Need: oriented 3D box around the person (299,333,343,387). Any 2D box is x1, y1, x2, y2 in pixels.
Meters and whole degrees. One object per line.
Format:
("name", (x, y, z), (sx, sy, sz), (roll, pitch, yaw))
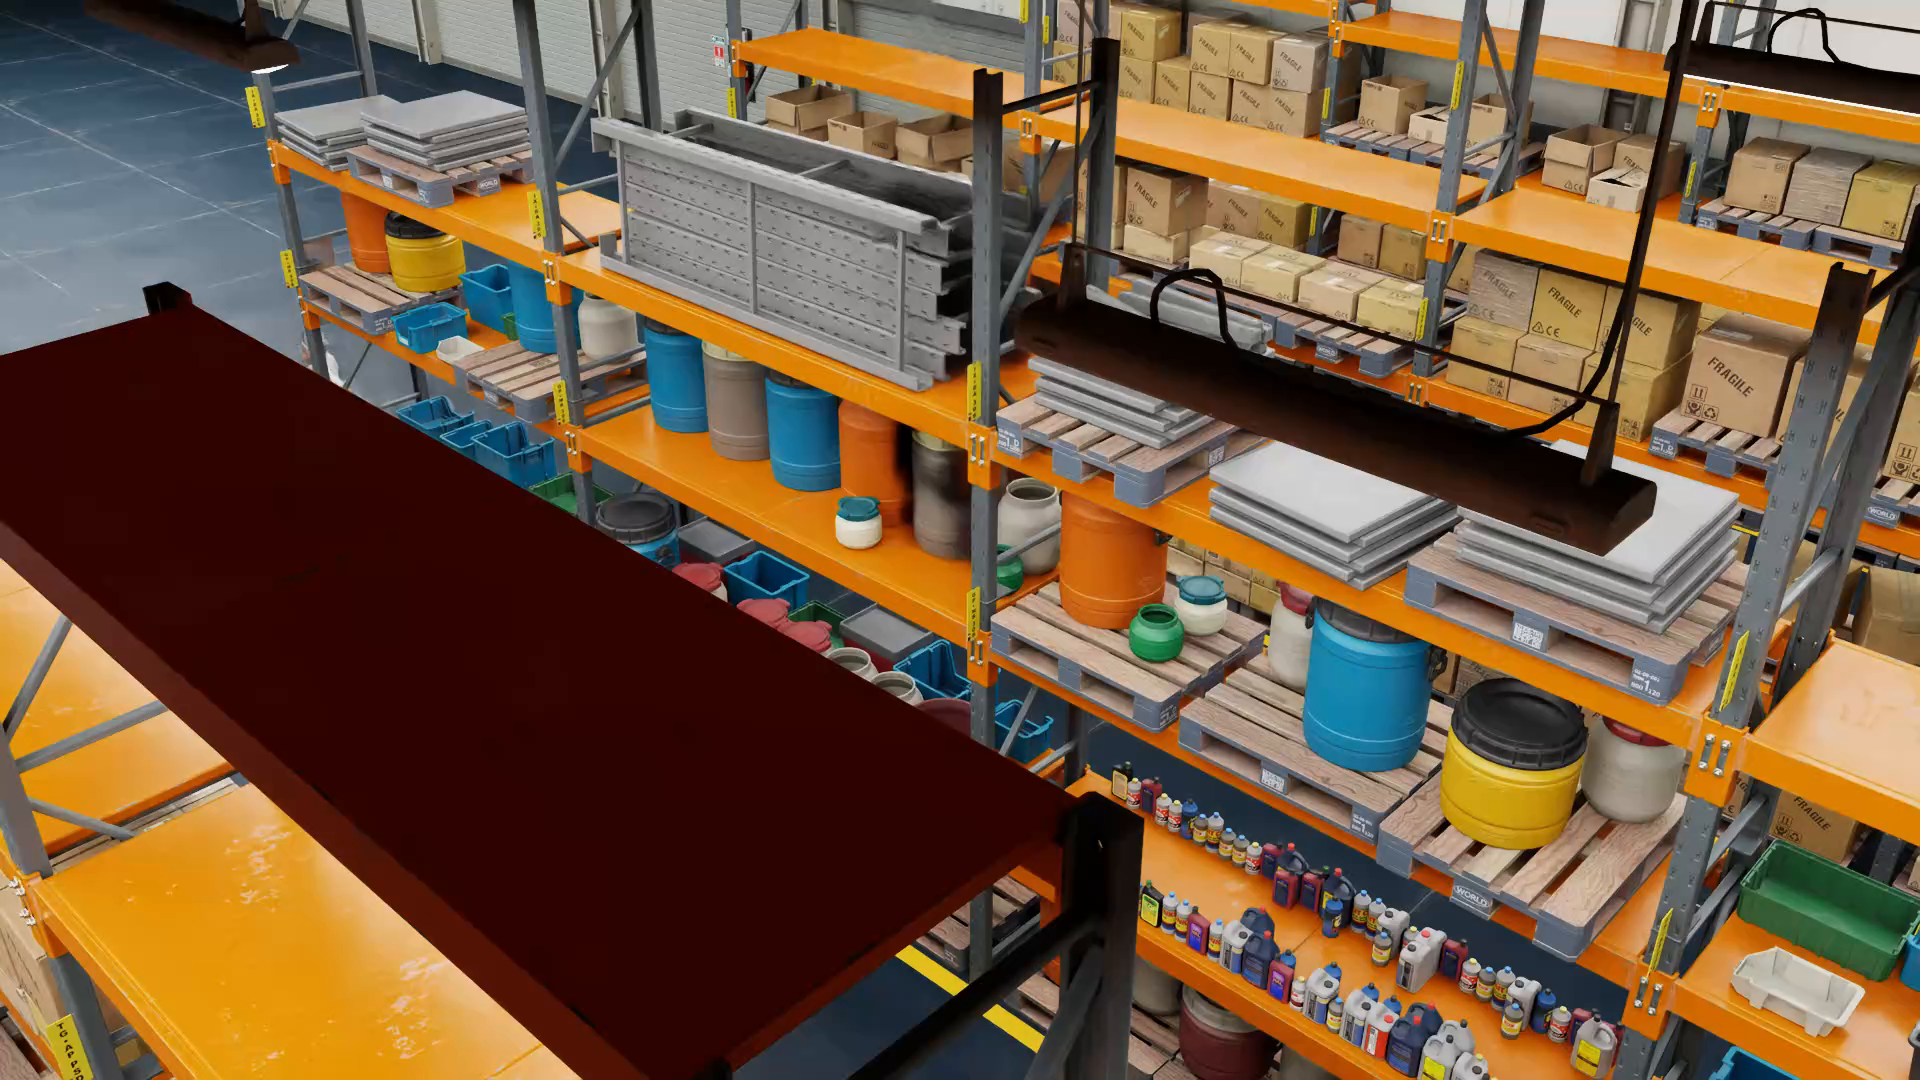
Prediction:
("person", (-6.230, -1.233, 16.656), (0.887, 1.821, 0.685), (-4, 30, -7))
